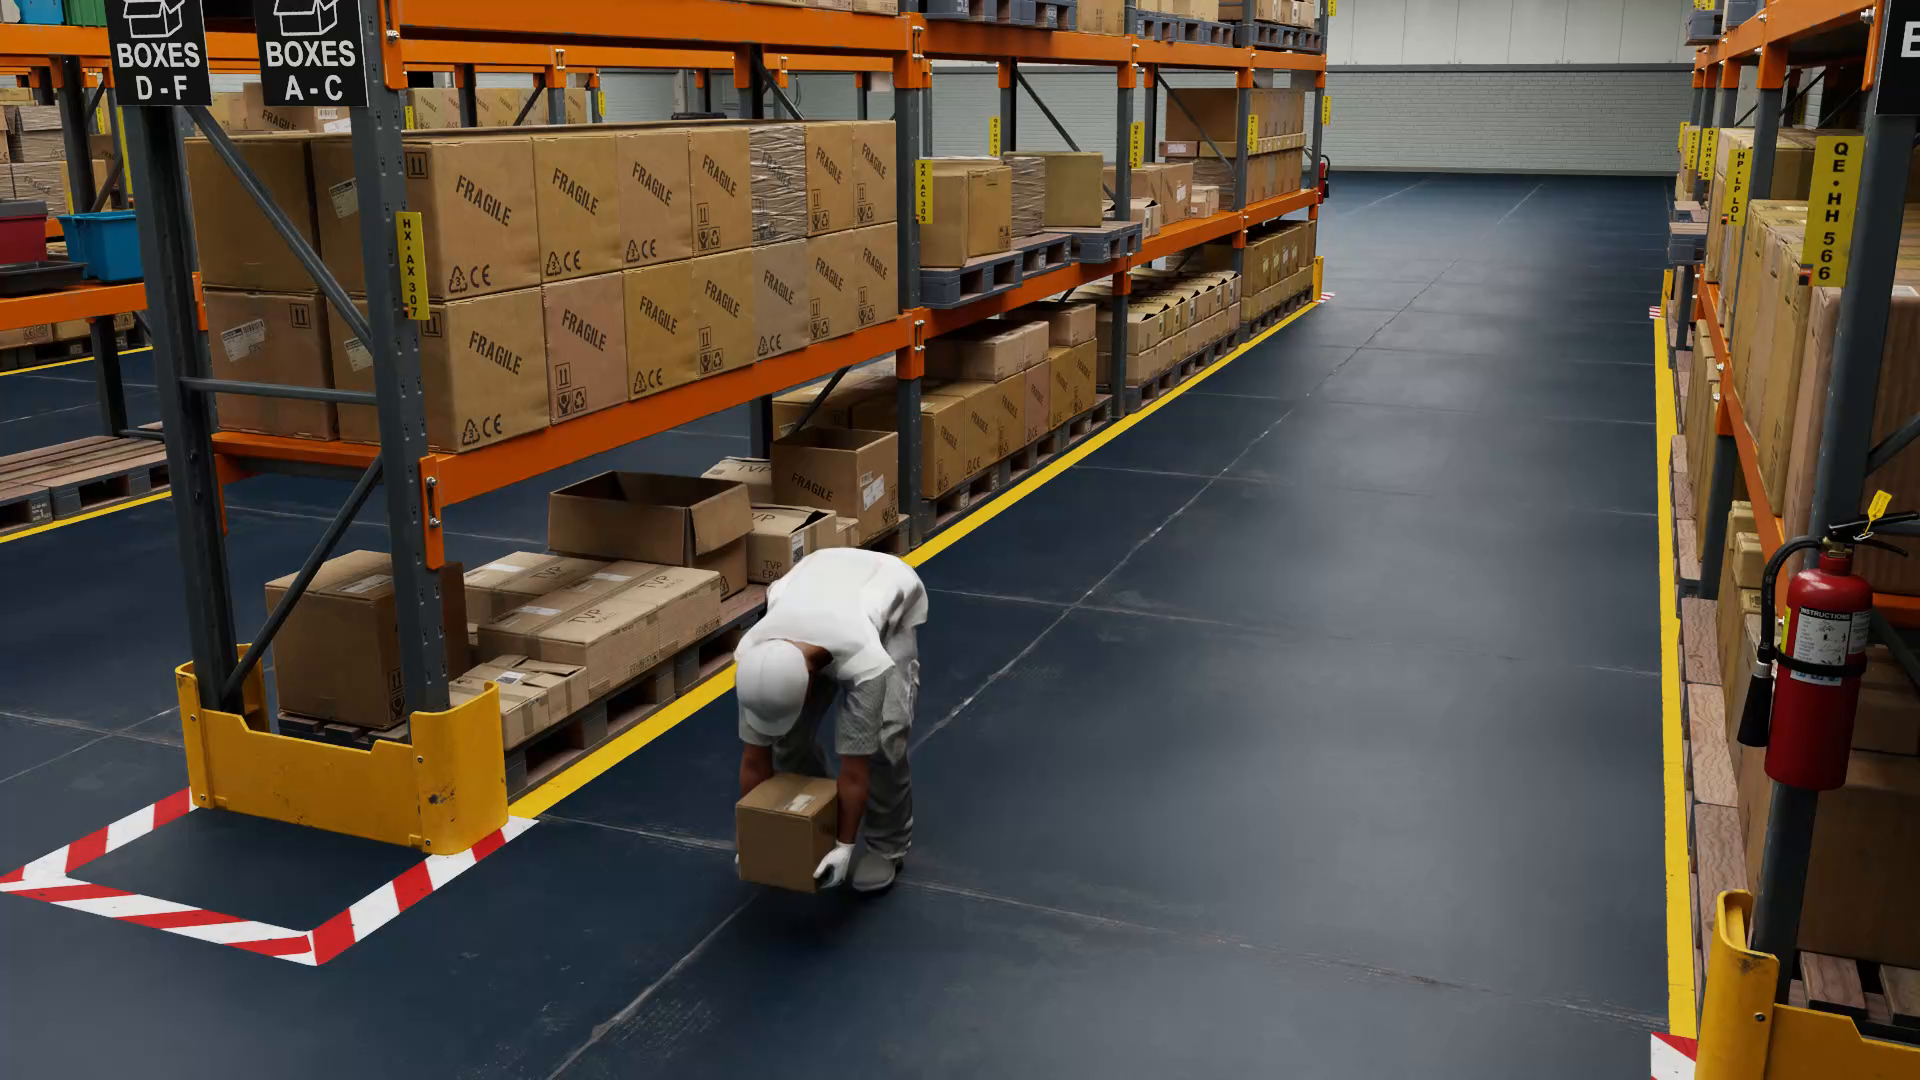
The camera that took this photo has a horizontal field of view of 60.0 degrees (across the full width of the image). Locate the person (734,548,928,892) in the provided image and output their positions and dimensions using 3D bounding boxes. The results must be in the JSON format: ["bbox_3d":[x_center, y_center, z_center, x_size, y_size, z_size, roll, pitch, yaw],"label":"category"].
[{"bbox_3d":[-0.411,0.603,5.132,0.513,1.063,0.990,5,16,18],"label":"person"}]
